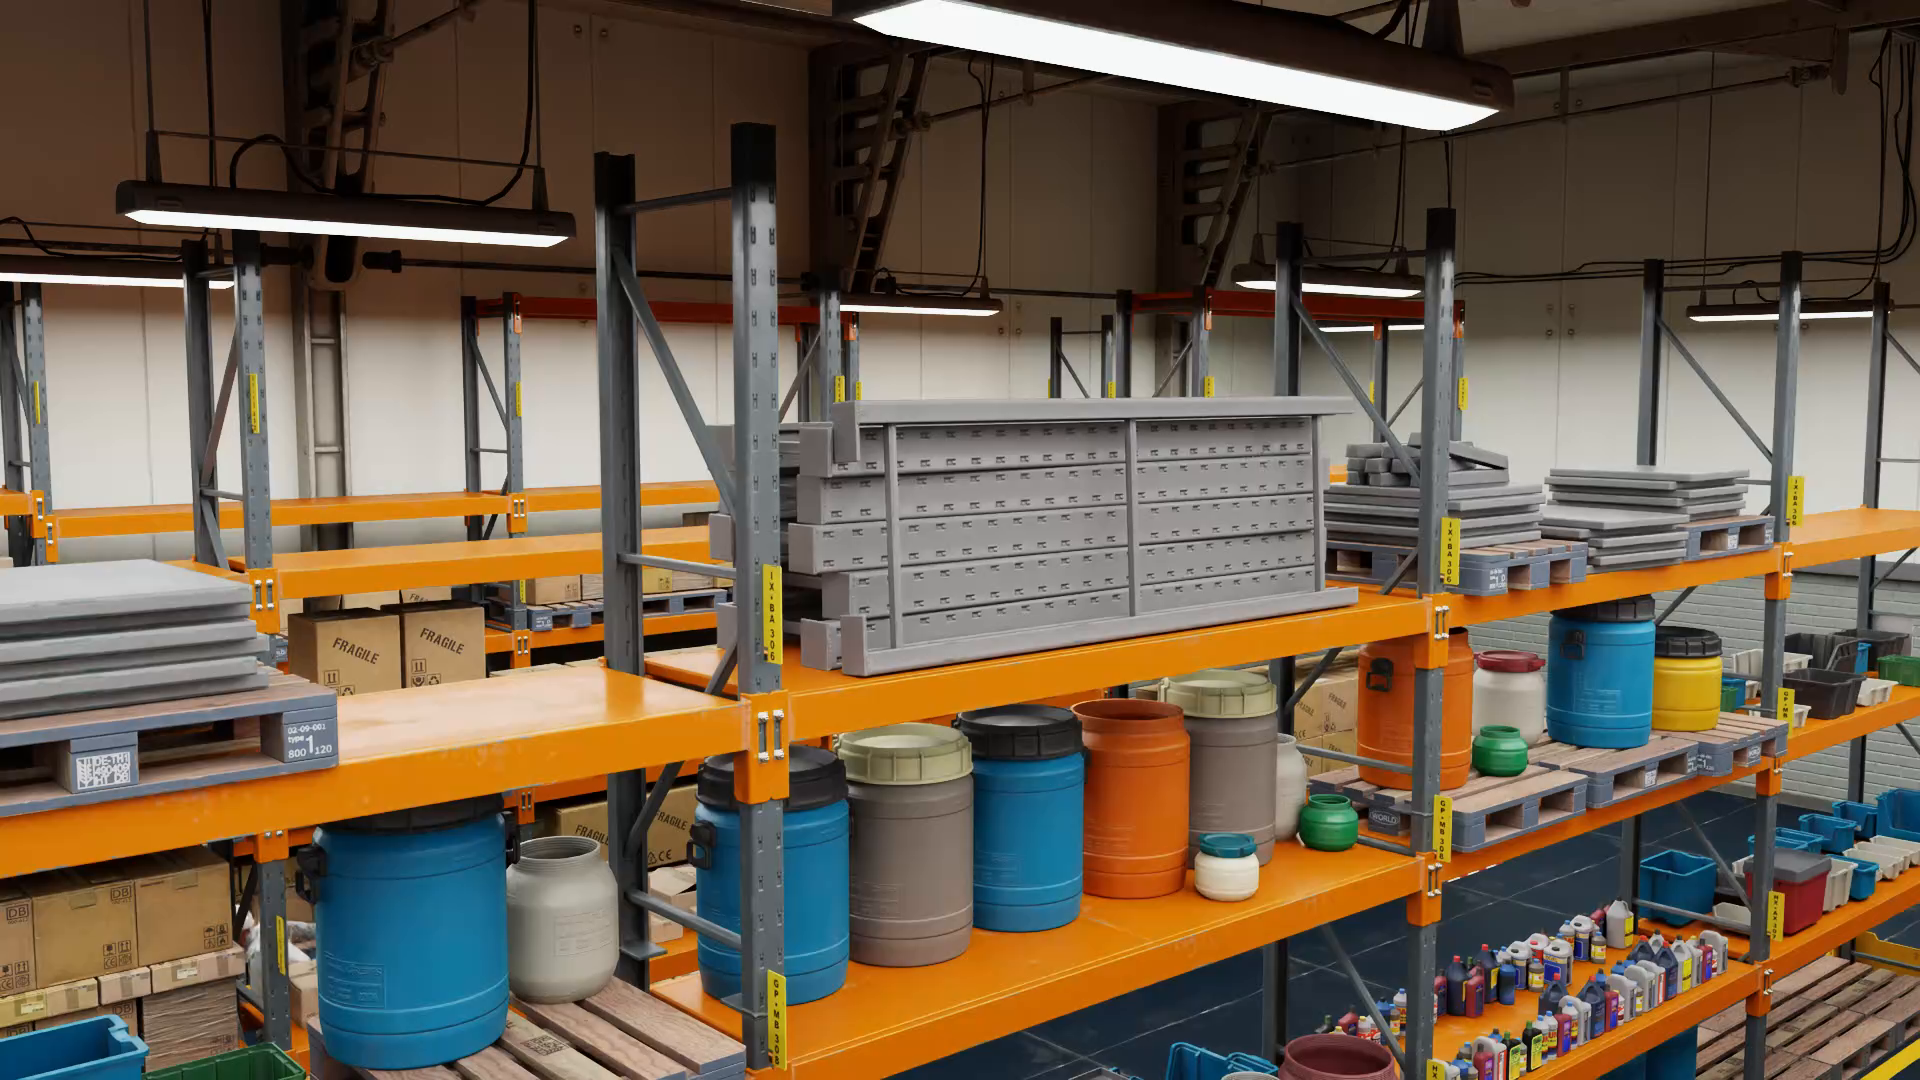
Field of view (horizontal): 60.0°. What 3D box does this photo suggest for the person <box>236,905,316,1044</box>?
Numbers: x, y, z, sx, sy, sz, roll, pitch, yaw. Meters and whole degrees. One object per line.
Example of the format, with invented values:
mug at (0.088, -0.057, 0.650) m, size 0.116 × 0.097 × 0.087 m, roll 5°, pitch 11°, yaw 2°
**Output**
person at (-4.805, 3.279, 11.788) m, size 0.998 × 1.530 × 0.676 m, roll -2°, pitch 6°, yaw -24°
